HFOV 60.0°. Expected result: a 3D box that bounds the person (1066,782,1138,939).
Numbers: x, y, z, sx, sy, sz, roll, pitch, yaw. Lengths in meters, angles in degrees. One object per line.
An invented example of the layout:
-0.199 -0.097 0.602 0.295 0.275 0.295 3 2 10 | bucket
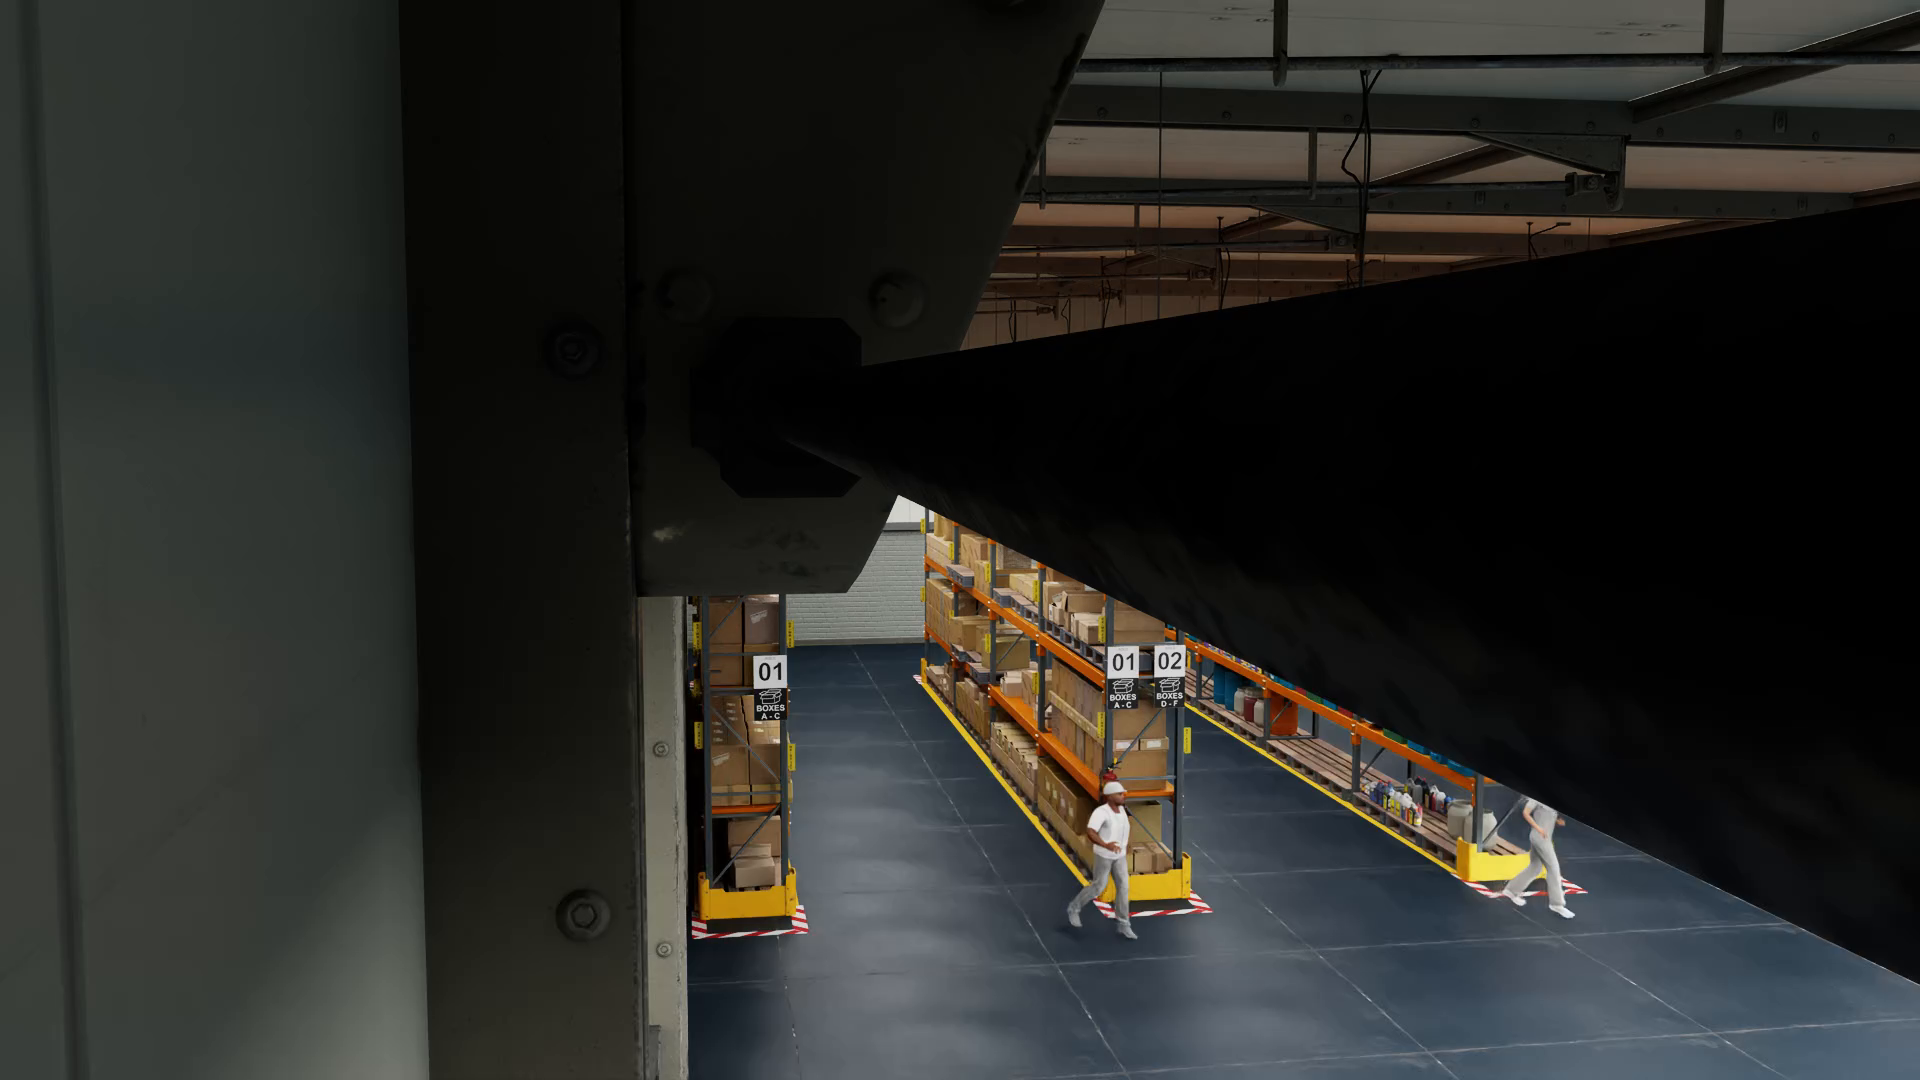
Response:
1.797 3.724 19.576 0.960 1.748 0.759 5 7 44 | person

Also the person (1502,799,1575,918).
7.133 3.709 20.411 0.865 1.665 0.629 2 6 26 | person
